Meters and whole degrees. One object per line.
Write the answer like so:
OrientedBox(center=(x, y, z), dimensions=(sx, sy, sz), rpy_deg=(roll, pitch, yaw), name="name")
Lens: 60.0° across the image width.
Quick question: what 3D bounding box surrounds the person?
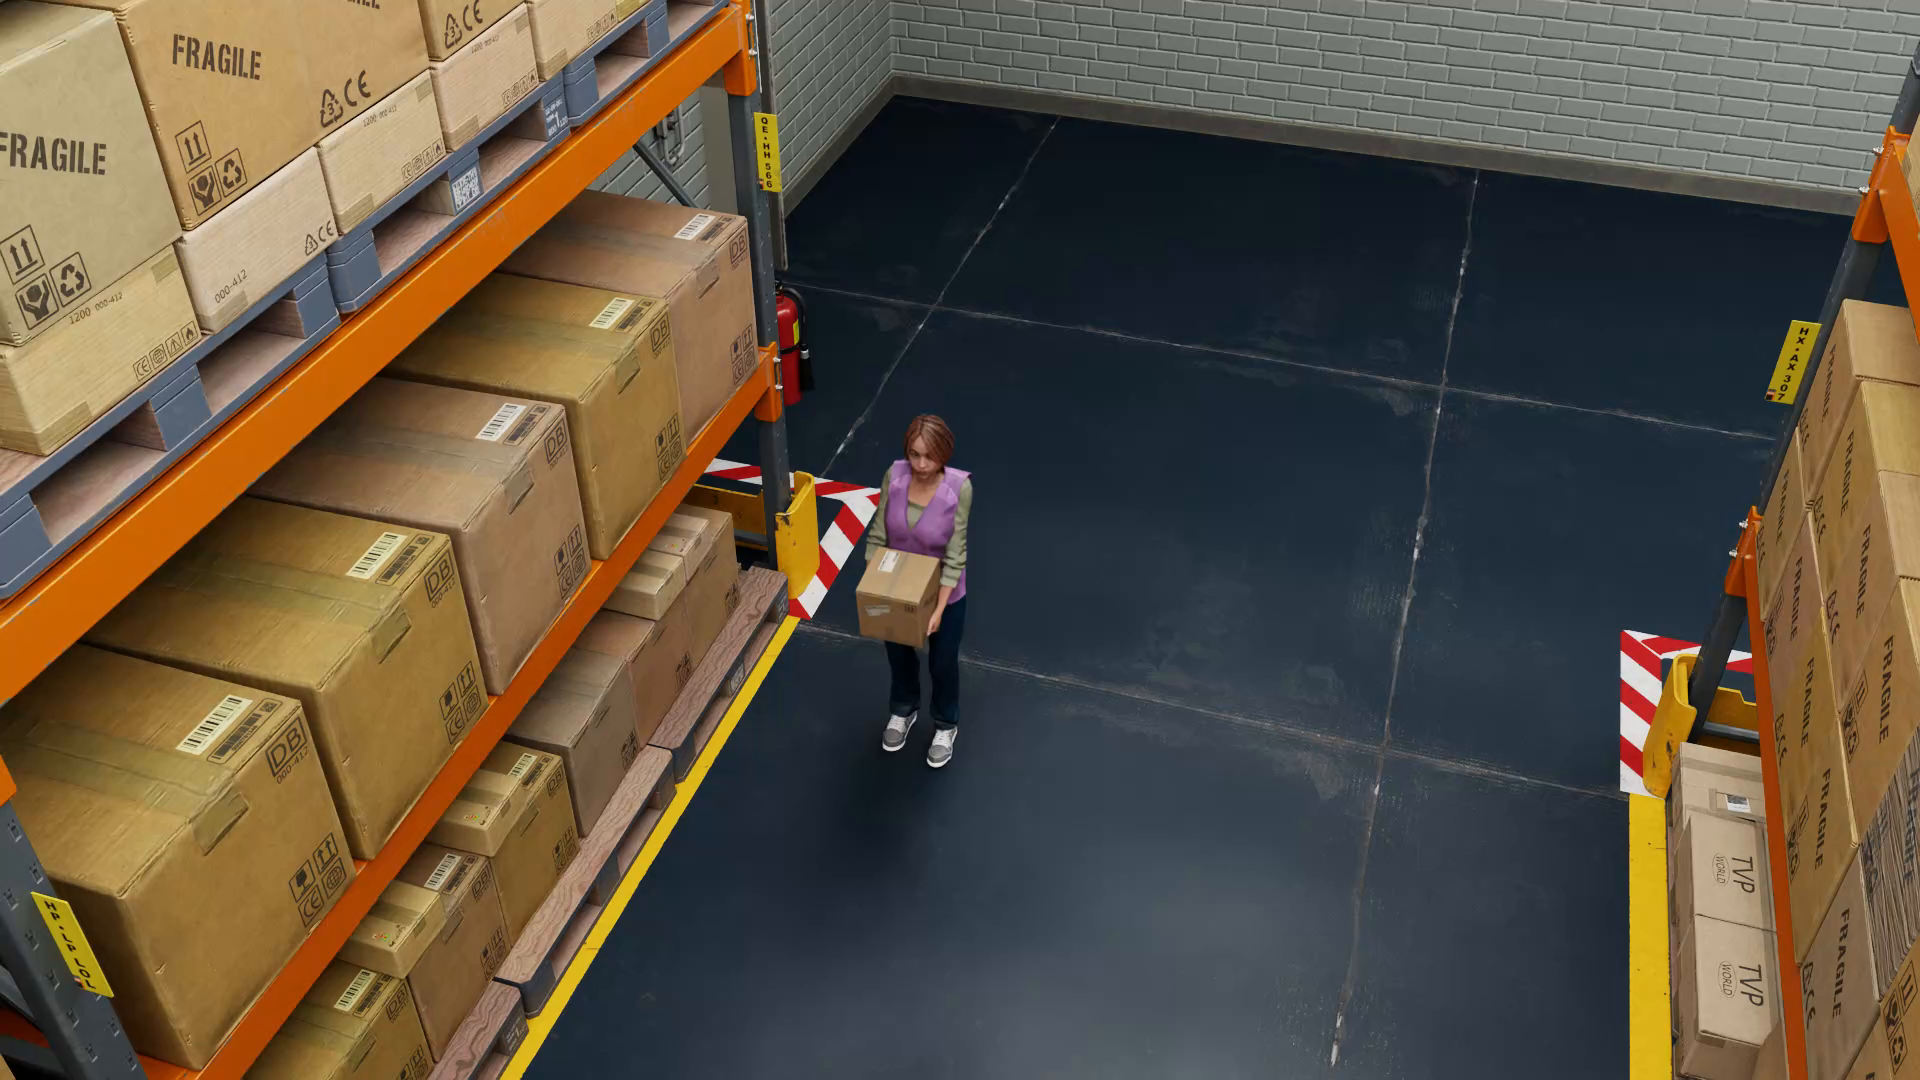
OrientedBox(center=(-0.171, 0.248, 6.578), dimensions=(0.404, 1.596, 0.490), rpy_deg=(11, 39, 14), name="person")
